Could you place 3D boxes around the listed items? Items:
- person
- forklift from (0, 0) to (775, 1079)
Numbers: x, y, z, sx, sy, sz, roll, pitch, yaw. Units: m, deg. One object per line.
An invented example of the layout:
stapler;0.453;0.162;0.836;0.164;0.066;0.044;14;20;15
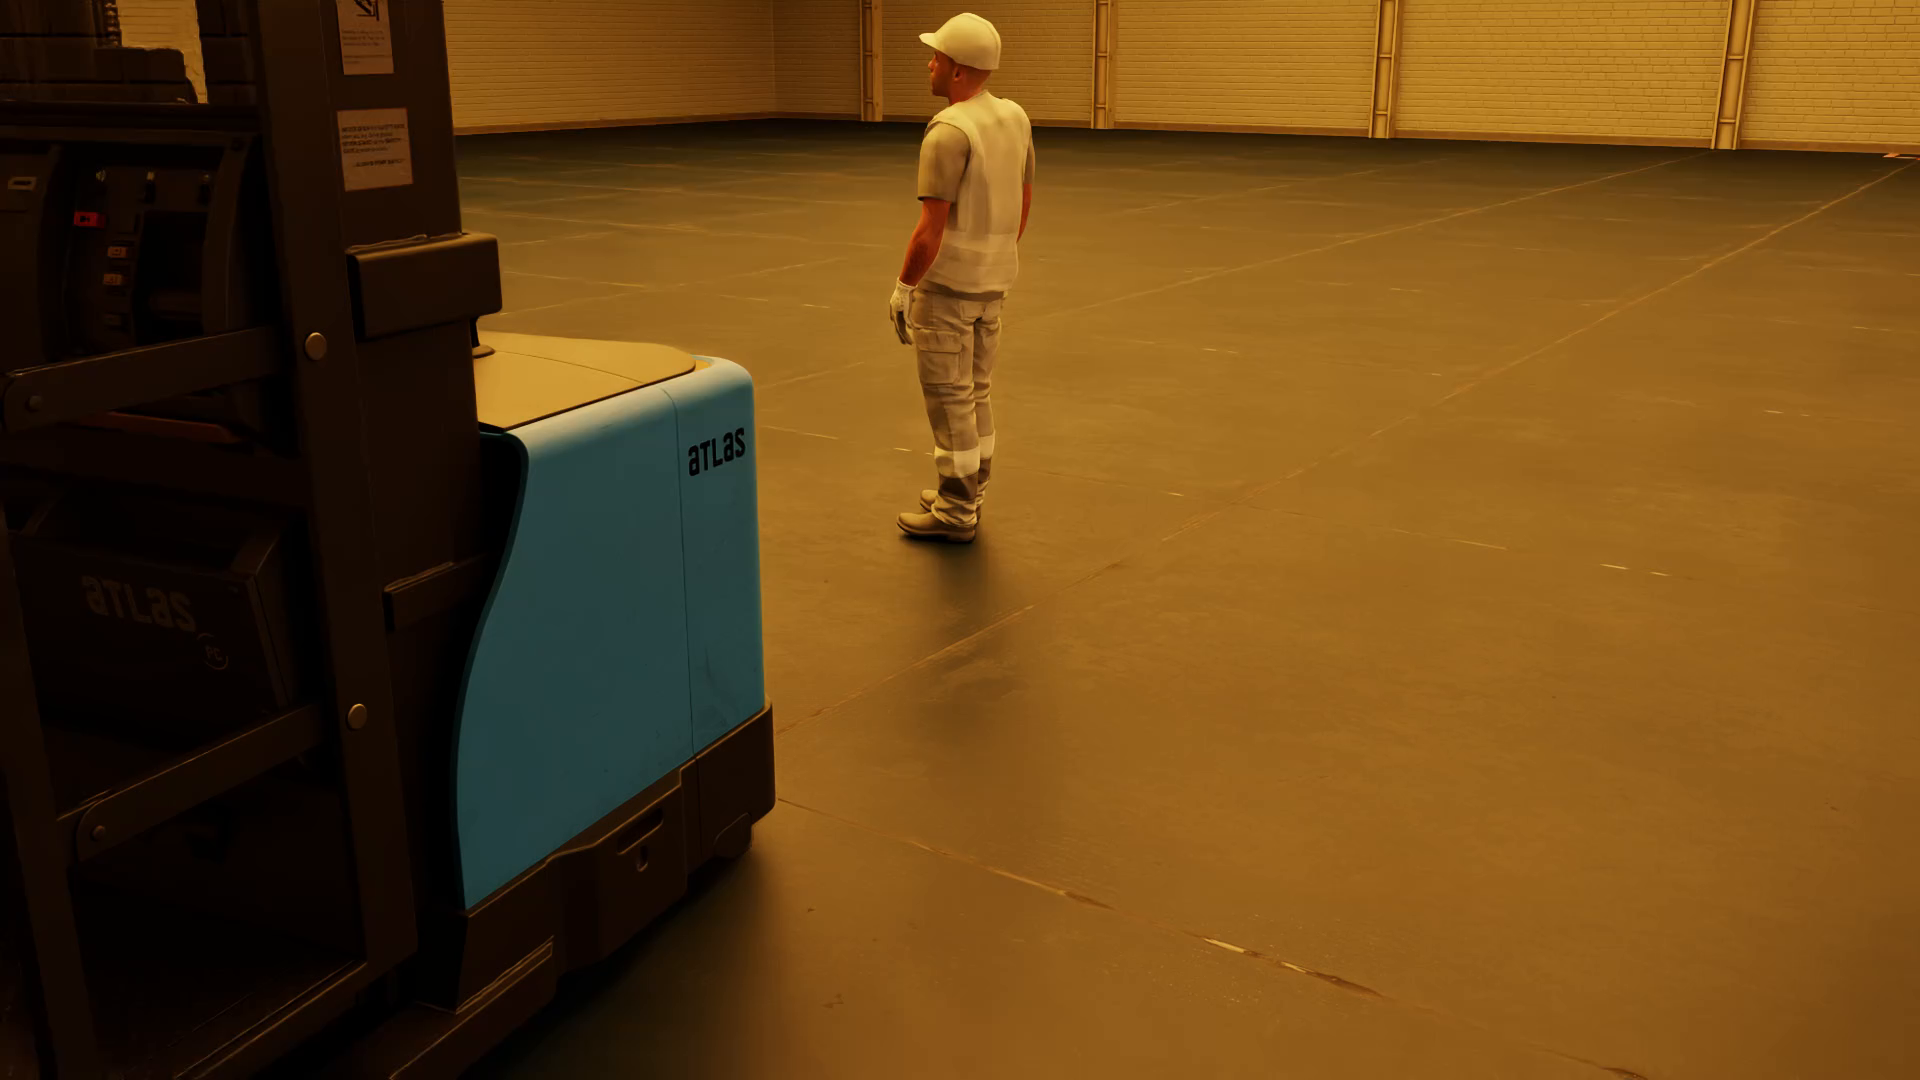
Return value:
person;-0.060;-0.880;5.743;0.562;1.790;0.637;11;20;33
forklift;-1.480;-0.426;2.258;1.130;2.935;3.031;7;18;23
